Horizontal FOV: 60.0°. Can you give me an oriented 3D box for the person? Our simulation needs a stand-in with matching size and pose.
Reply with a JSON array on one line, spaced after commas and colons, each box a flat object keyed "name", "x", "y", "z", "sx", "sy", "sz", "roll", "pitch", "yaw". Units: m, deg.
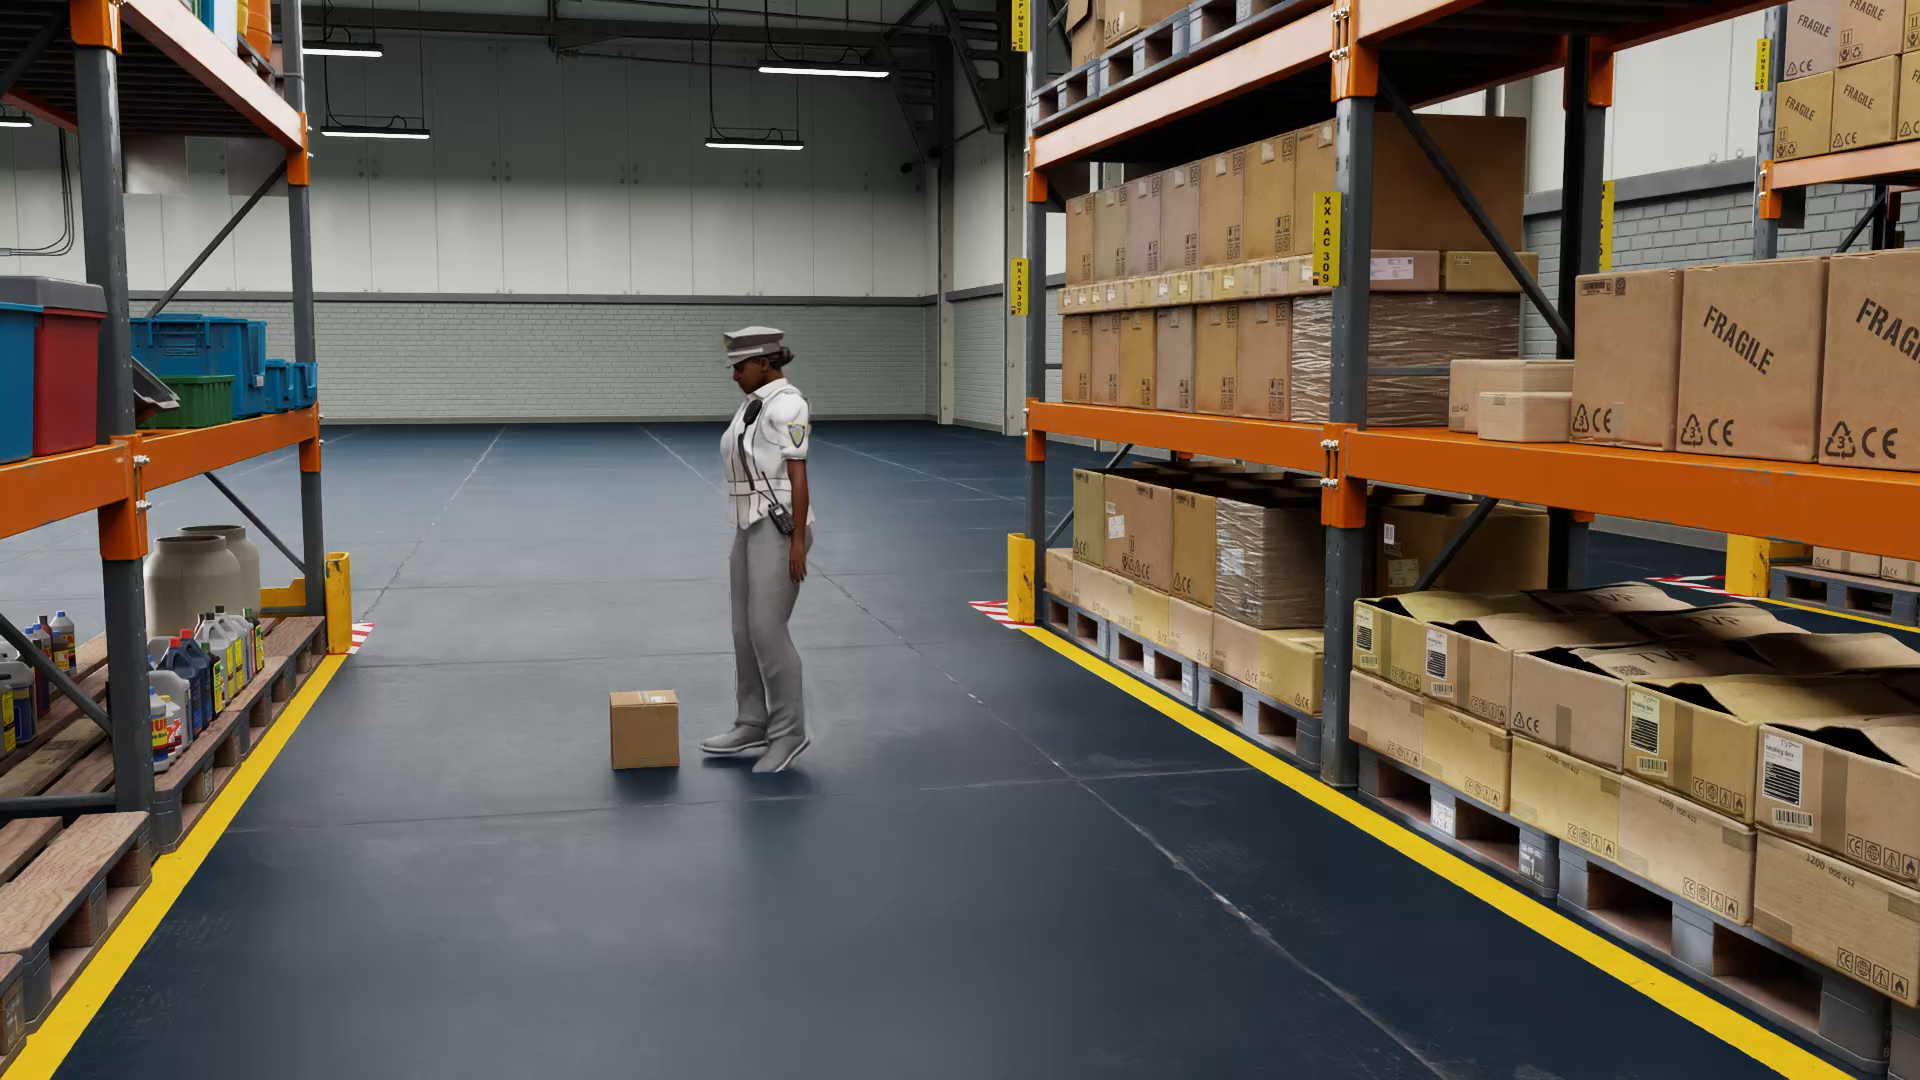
[{"name": "person", "x": -0.784, "y": 0.042, "z": 6.445, "sx": 0.441, "sy": 1.730, "sz": 0.527, "roll": -3, "pitch": 7, "yaw": -27}]
